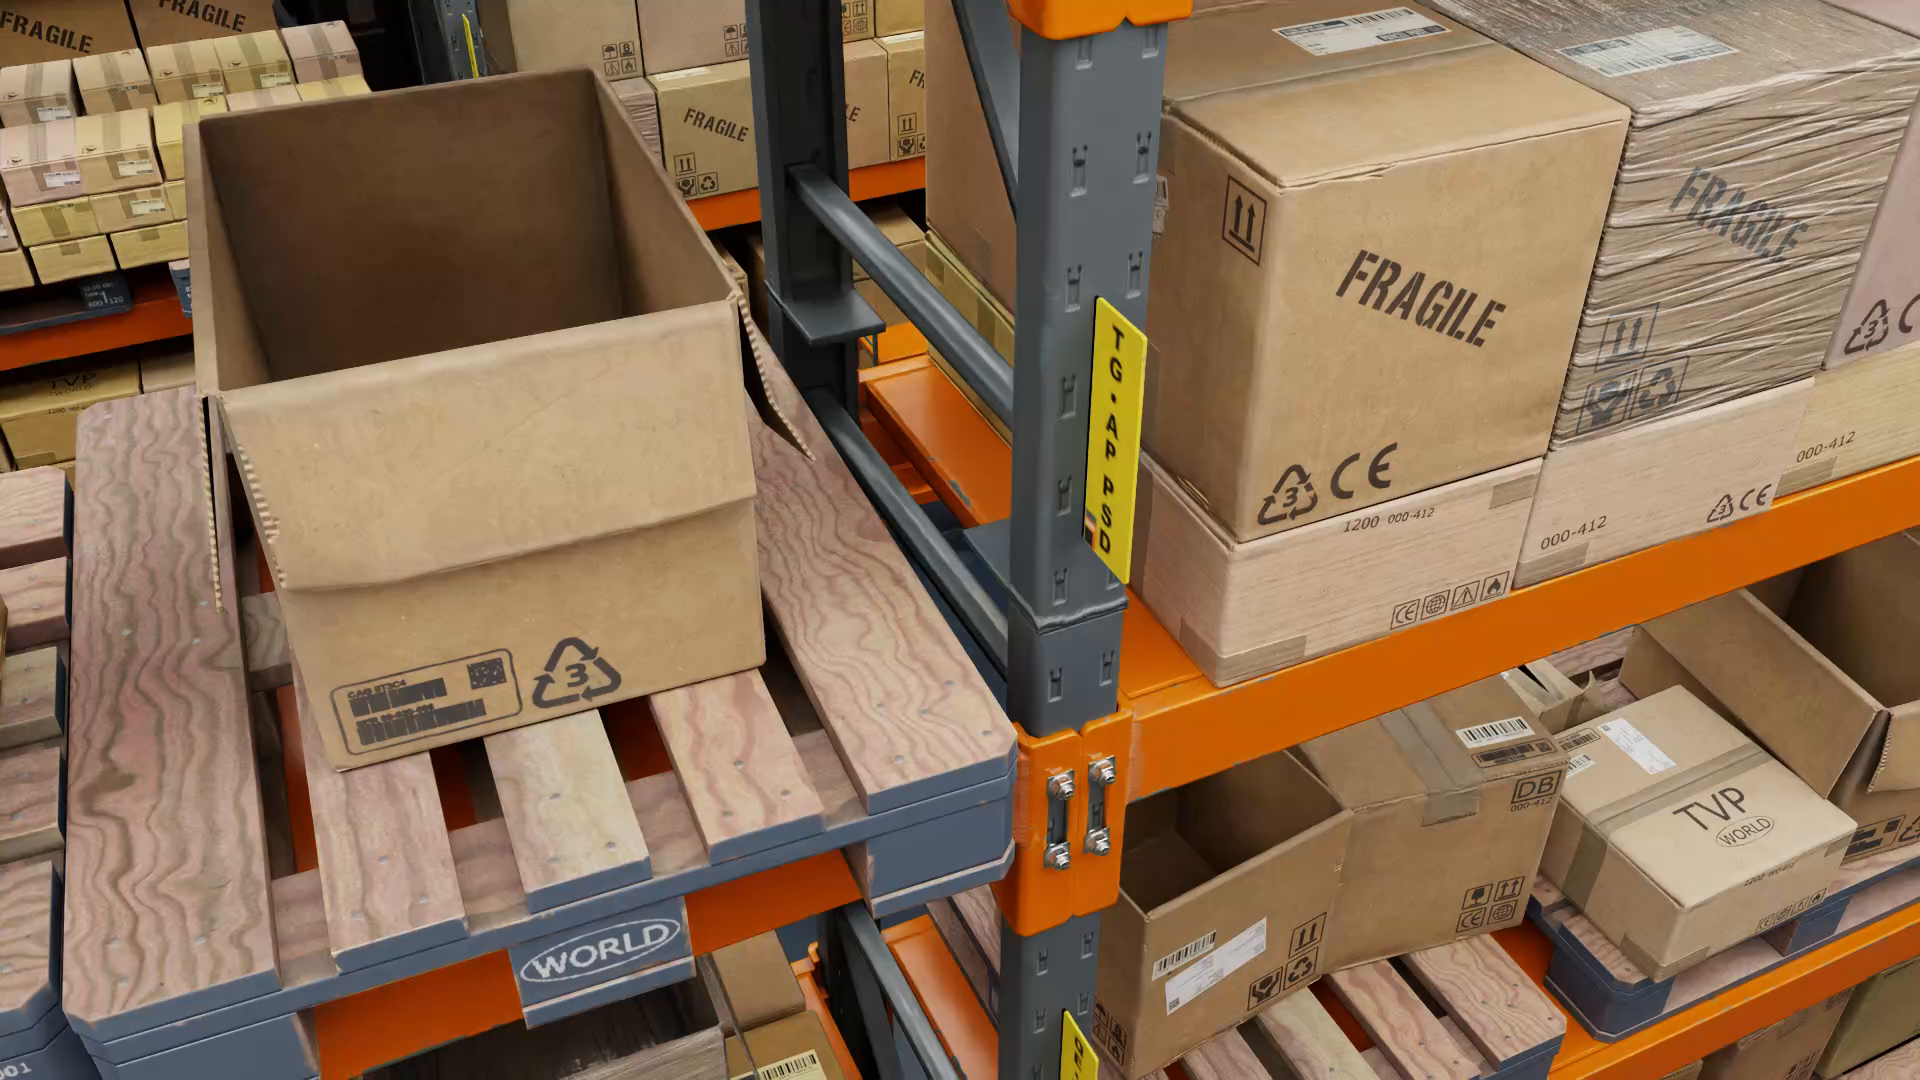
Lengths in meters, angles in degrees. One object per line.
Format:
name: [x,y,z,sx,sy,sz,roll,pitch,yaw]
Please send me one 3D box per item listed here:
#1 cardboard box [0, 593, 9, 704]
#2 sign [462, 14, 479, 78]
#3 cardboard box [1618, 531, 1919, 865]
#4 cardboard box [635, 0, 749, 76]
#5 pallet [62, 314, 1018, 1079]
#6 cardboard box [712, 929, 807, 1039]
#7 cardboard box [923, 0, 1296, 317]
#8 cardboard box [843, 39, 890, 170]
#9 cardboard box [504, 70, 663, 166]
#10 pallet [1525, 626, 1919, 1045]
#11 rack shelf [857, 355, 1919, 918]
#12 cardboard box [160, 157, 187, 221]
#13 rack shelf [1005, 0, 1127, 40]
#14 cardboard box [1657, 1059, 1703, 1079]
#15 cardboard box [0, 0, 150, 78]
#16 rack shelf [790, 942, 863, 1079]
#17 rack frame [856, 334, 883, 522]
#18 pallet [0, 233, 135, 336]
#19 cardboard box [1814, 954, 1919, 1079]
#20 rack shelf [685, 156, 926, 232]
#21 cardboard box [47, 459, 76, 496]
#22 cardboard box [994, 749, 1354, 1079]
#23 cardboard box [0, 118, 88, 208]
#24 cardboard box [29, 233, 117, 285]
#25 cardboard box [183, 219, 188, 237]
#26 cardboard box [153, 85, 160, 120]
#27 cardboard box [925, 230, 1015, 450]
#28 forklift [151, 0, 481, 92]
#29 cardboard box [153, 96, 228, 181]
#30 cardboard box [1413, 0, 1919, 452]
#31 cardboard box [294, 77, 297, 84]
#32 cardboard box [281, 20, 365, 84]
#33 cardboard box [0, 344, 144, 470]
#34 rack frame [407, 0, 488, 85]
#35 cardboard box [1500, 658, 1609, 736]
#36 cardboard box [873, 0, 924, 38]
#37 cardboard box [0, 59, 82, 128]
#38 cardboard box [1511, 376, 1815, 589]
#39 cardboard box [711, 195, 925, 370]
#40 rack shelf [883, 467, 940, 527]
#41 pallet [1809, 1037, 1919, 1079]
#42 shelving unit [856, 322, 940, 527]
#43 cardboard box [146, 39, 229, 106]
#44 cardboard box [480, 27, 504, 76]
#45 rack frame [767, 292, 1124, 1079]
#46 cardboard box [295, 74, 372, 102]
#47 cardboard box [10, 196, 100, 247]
cardboard box: [-1.323,0.083,1.665,0.500,0.500,0.500,-14,39,-18]
sign: [-1.834,-1.806,6.261,0.005,0.325,0.100,-16,39,-20]
cardboard box: [2.034,0.304,3.883,0.637,0.503,0.797,-12,38,-15]
cardboard box: [-1.205,-2.341,6.966,0.500,0.500,0.700,-16,40,-21]
pallet: [-0.618,0.100,2.237,1.003,0.211,1.213,-14,39,-18]
cardboard box: [-0.613,0.974,3.335,0.500,0.500,0.500,-14,39,-19]
cardboard box: [0.268,-0.664,2.605,0.500,0.500,0.500,-15,39,-19]
cardboard box: [-0.636,-1.929,7.248,0.500,0.500,0.500,-16,39,-20]
cardboard box: [-1.552,-1.671,6.901,0.500,0.500,0.500,-15,39,-19]
pallet: [1.717,0.592,4.096,1.213,0.211,1.003,-16,39,-20]
rack shelf: [1.753,-0.384,3.336,4.000,0.370,1.077,-16,39,-20]
cardboard box: [-2.805,-1.343,6.151,0.250,0.149,0.380,-15,39,-19]
rack shelf: [-1.868,-0.416,1.197,4.000,0.370,1.077,-16,39,-20]
cardboard box: [1.548,1.390,4.587,0.500,0.500,0.700,-12,38,-16]
cardboard box: [-5.738,-3.268,10.570,0.875,0.875,0.875,-15,39,-19]
rack shelf: [-1.868,1.833,2.865,4.000,0.370,1.077,-16,39,-20]
rack frame: [-0.371,-0.378,6.753,0.015,1.200,0.240,-16,39,-20]
pallet: [-3.848,-1.063,6.326,1.213,0.211,1.003,-16,39,-20]
cardboard box: [2.559,1.107,4.969,0.500,0.500,0.700,-16,39,-20]
rack shelf: [-0.263,-1.880,7.871,4.000,0.370,1.077,-16,39,-20]
cardboard box: [-3.501,-0.248,6.812,0.500,0.500,0.500,-17,40,-22]
cardboard box: [0.414,0.671,3.392,0.500,0.500,0.500,-21,41,-25]
cardboard box: [-3.249,-1.342,5.900,0.250,0.149,0.380,-16,39,-20]
cardboard box: [-3.253,-1.100,6.074,0.250,0.149,0.380,-17,40,-22]
cardboard box: [-2.783,-1.230,6.249,0.250,0.149,0.380,-15,39,-19]
cardboard box: [-3.081,-1.697,6.628,0.250,0.149,0.380,-17,40,-21]
cardboard box: [0.269,-0.359,2.825,0.500,0.250,0.500,-16,39,-20]
forklift: [-2.752,-2.967,8.790,3.031,2.935,1.130,-19,40,-23]
cardboard box: [-2.788,-1.469,6.072,0.250,0.149,0.380,-14,39,-19]
cardboard box: [0.938,-0.515,2.405,0.500,0.500,0.500,-15,39,-20]
cardboard box: [-2.596,-1.836,6.816,0.250,0.149,0.380,-14,39,-18]
cardboard box: [-2.578,-1.956,6.728,0.250,0.149,0.380,-16,39,-20]
cardboard box: [-3.500,-0.560,6.604,0.500,0.250,0.500,-15,39,-19]
rack frame: [-2.073,-1.663,6.974,0.127,3.000,1.000,-16,39,-20]
cardboard box: [1.337,0.355,4.013,0.258,0.266,0.396,-17,40,-21]
cardboard box: [-0.279,-2.602,7.317,0.500,0.500,0.700,-16,39,-20]
cardboard box: [-3.524,-1.692,6.372,0.250,0.149,0.380,-14,39,-18]
cardboard box: [0.941,-0.218,2.634,0.500,0.250,0.500,-15,39,-19]
cardboard box: [-0.694,-1.257,7.962,0.750,0.750,1.050,-15,39,-19]
rack shelf: [-0.150,-0.226,6.994,0.480,0.148,0.258,-16,39,-20]
pallet: [2.859,1.343,5.262,1.213,0.211,1.003,-16,39,-20]
shelving unit: [-0.150,-0.440,6.836,0.503,1.200,0.258,-16,39,-20]
cardboard box: [-3.040,-1.828,6.555,0.250,0.149,0.380,-16,39,-20]
cardboard box: [-1.780,-1.962,7.293,0.500,0.500,0.500,-16,39,-20]
rack frame: [-0.057,1.038,3.333,0.127,3.000,1.000,-16,39,-20]
cardboard box: [-2.322,-1.598,6.246,0.250,0.149,0.380,-17,40,-22]
cardboard box: [-3.258,-1.218,5.983,0.250,0.149,0.380,-16,39,-20]
